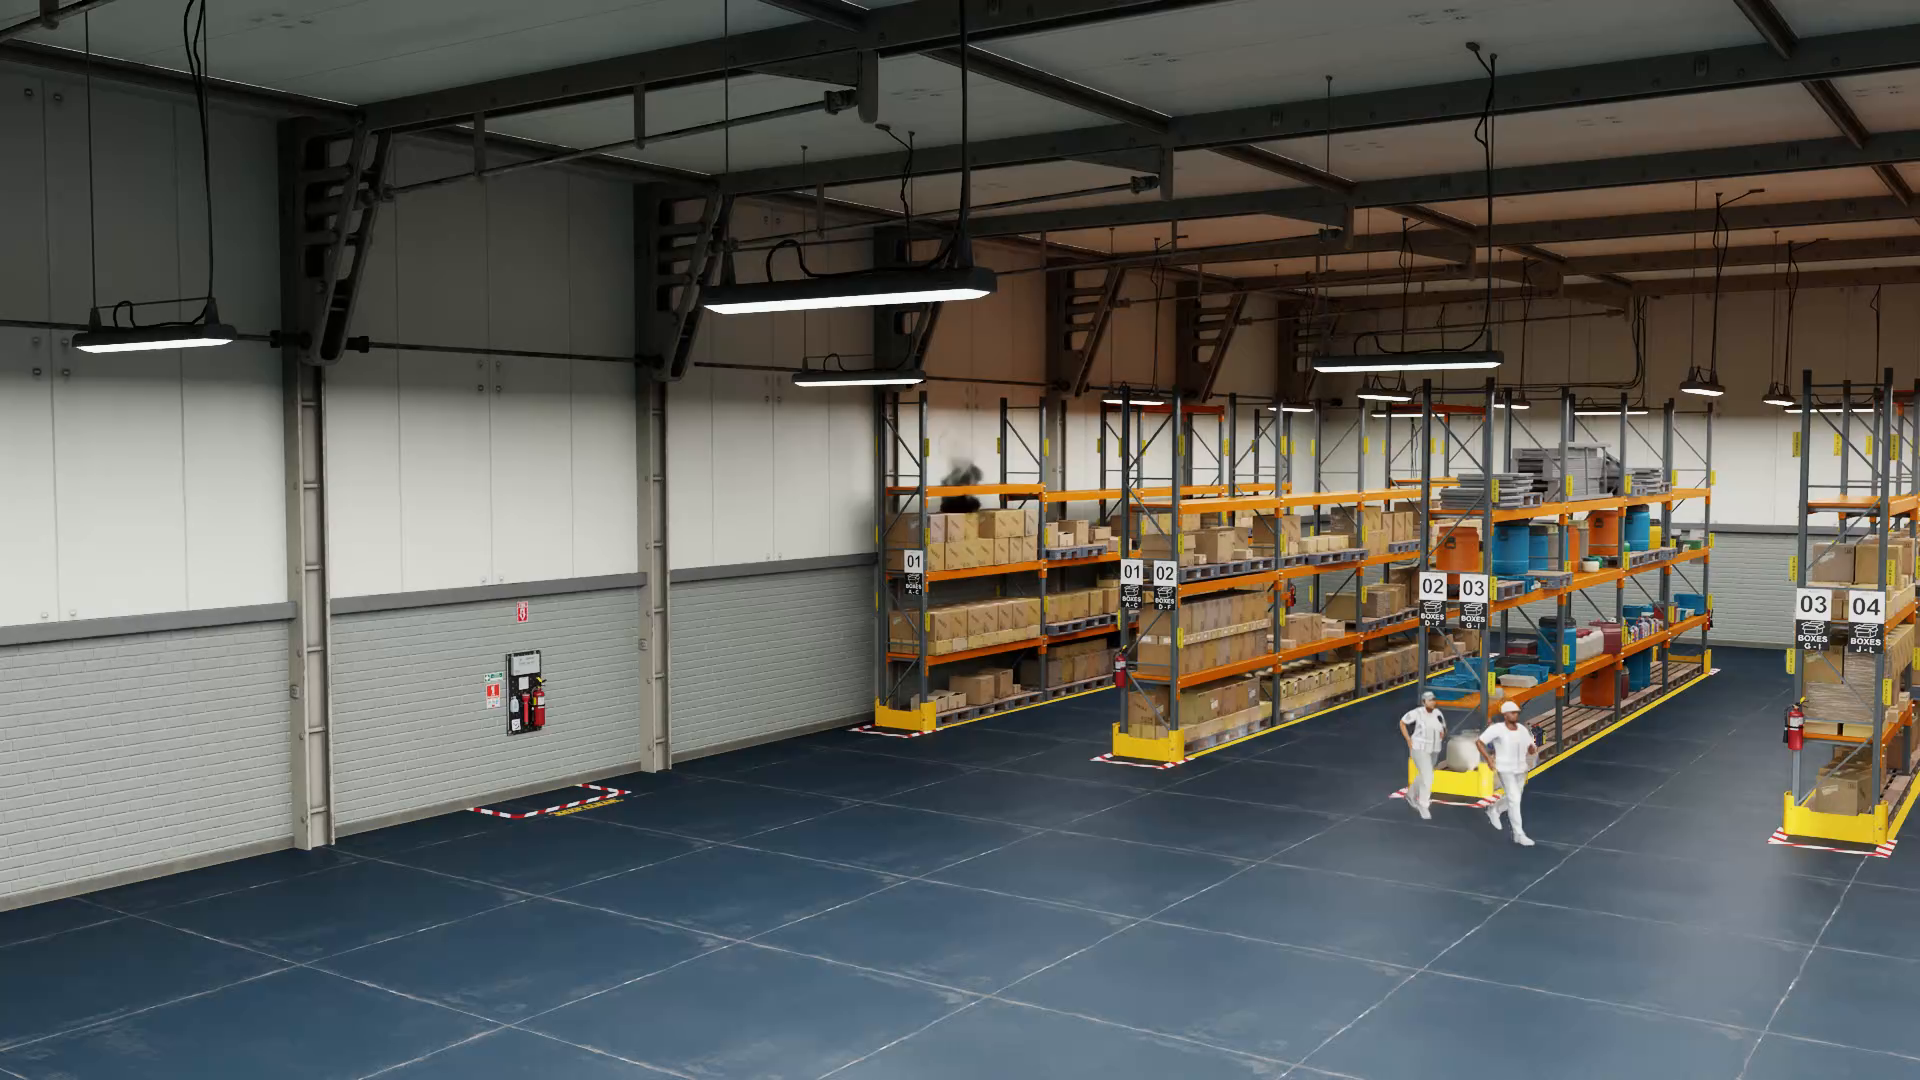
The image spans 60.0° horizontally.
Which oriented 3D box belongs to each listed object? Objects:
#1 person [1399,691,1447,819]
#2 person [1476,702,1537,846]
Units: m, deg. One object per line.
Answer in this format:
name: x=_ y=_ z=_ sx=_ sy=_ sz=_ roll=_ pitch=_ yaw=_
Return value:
person: x=6.361 y=2.919 z=22.782 sx=0.599 sy=1.728 sz=0.710 roll=-1 pitch=3 yaw=-23
person: x=6.994 y=2.925 z=21.138 sx=0.707 sy=1.746 sz=0.986 roll=-1 pitch=3 yaw=-24
